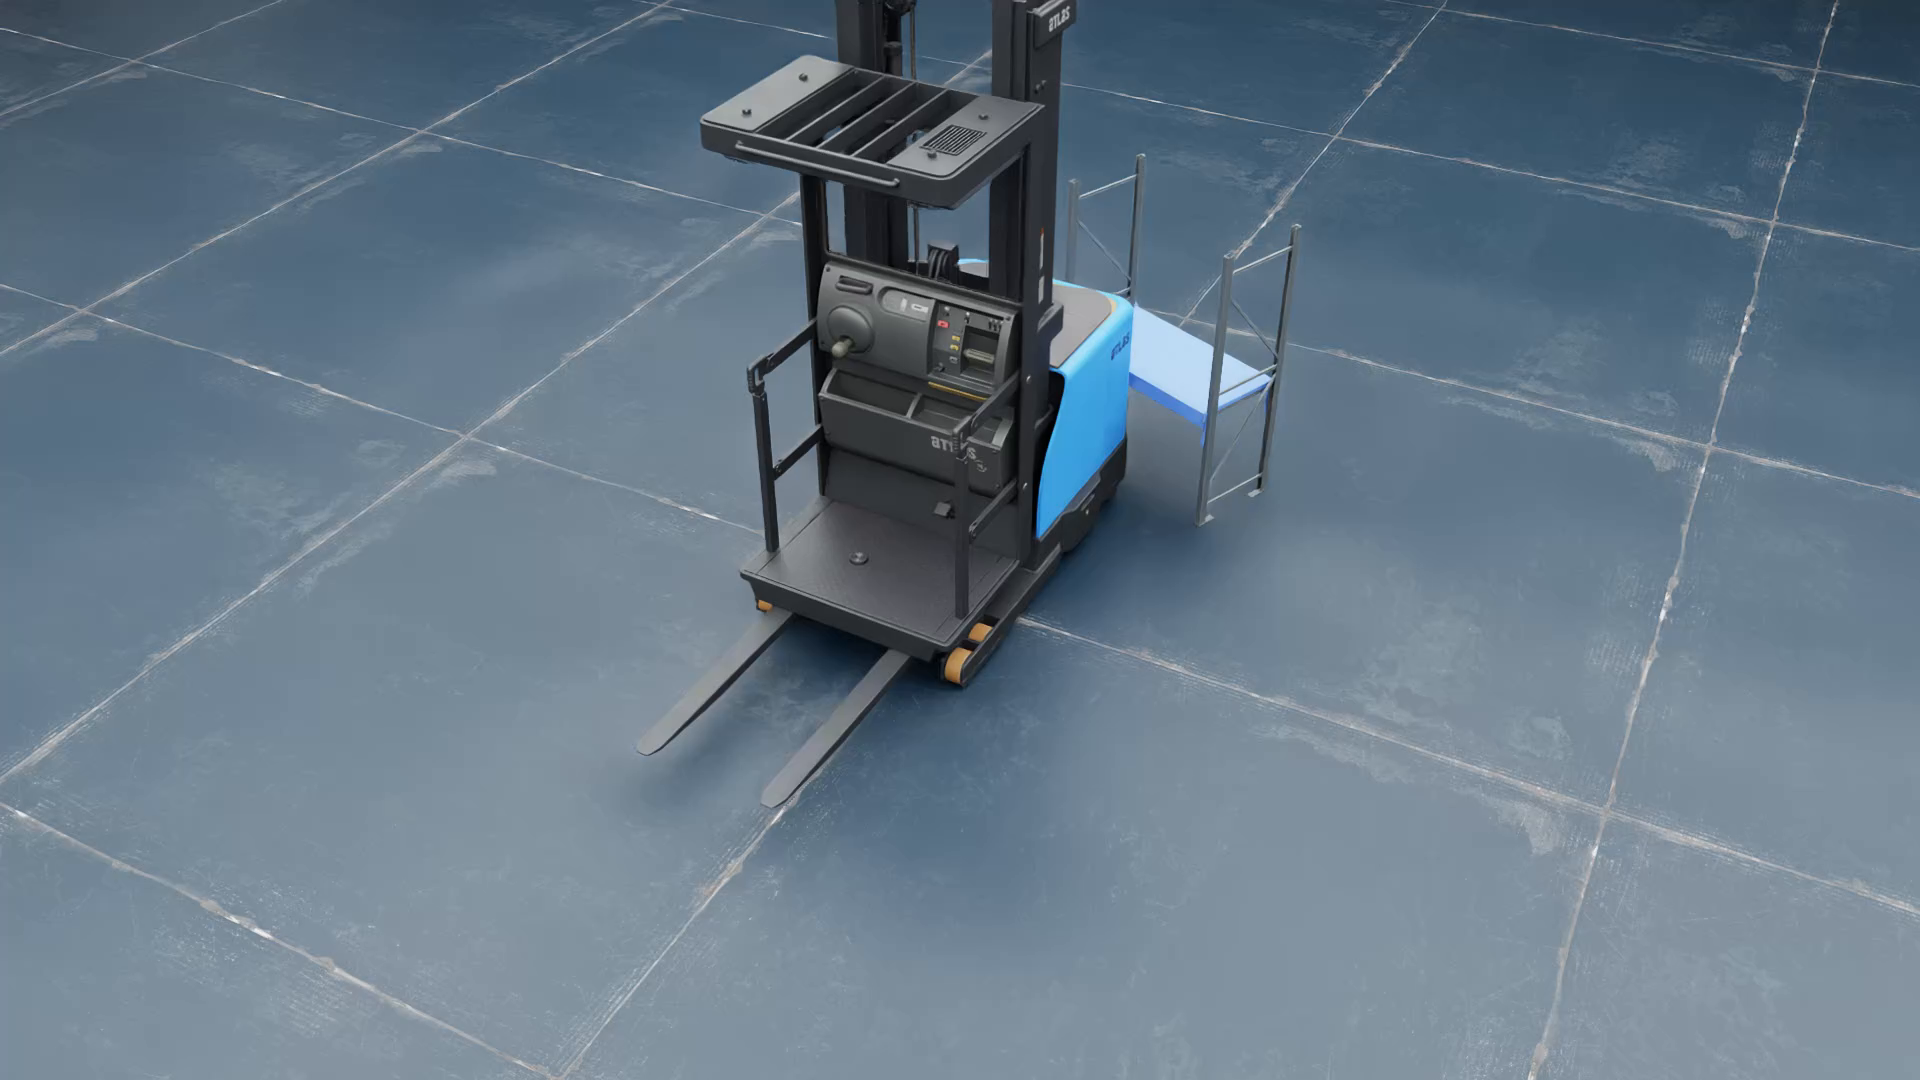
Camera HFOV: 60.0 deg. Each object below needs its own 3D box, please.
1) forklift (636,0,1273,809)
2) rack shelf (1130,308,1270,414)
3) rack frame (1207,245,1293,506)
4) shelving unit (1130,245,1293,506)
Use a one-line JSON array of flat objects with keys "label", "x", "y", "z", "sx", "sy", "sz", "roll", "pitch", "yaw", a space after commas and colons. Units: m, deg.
[{"label": "forklift", "x": -8.156, "y": -1.349, "z": 7.071, "sx": 16.490, "sy": 3.598, "sz": 11.167, "roll": 18, "pitch": 41, "yaw": 23}, {"label": "rack shelf", "x": 1.057, "y": -0.899, "z": 8.429, "sx": 0.459, "sy": 0.062, "sz": 0.952, "roll": -27, "pitch": 45, "yaw": -31}, {"label": "rack frame", "x": 1.384, "y": -0.768, "z": 8.040, "sx": 0.475, "sy": 1.308, "sz": 0.013, "roll": -27, "pitch": 45, "yaw": -31}, {"label": "shelving unit", "x": 1.071, "y": -0.995, "z": 8.339, "sx": 0.475, "sy": 1.308, "sz": 0.991, "roll": -27, "pitch": 45, "yaw": -31}]
